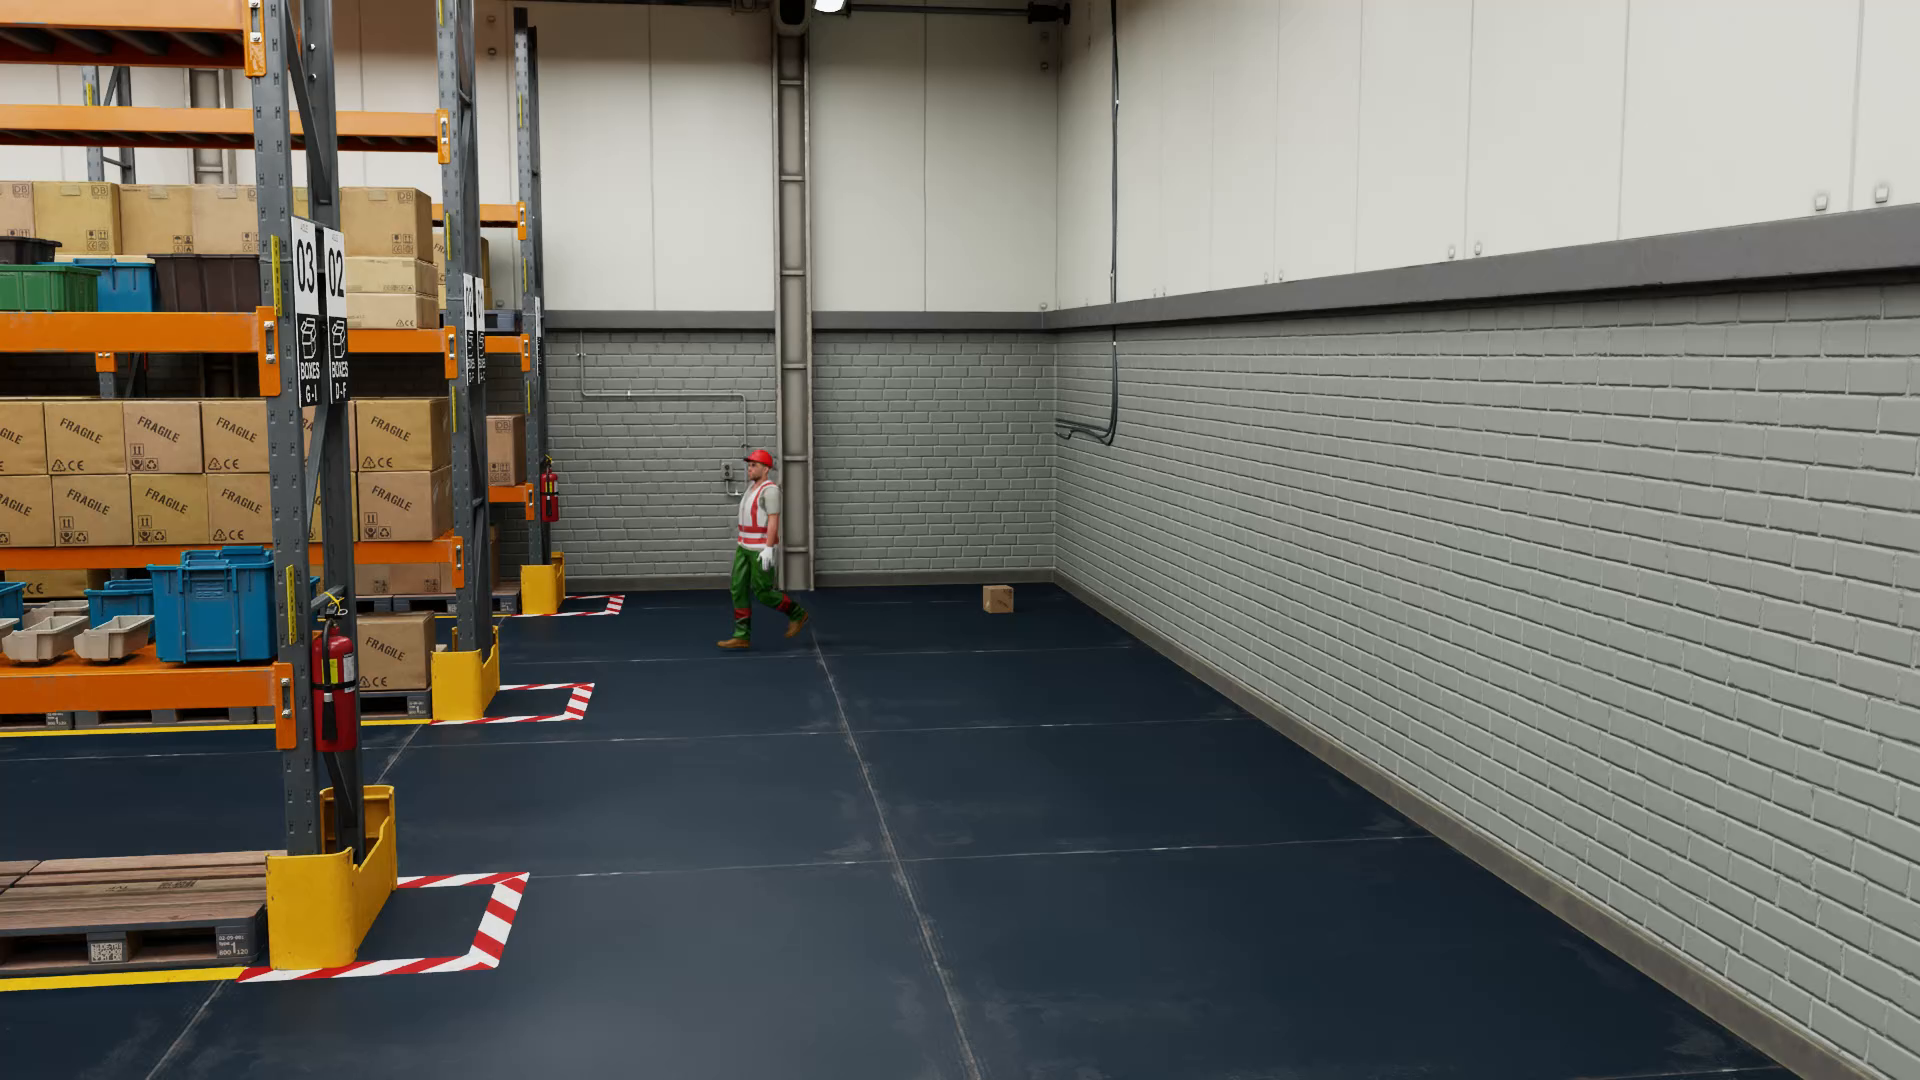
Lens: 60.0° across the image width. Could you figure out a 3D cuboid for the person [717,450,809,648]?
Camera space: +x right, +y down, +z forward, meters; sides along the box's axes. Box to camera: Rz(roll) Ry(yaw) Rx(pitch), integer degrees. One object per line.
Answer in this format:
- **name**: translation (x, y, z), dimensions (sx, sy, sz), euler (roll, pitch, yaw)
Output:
- **person**: translation (-1.764, 0.078, 14.821), dimensions (0.842, 1.766, 0.555), euler (-4, 8, -35)
